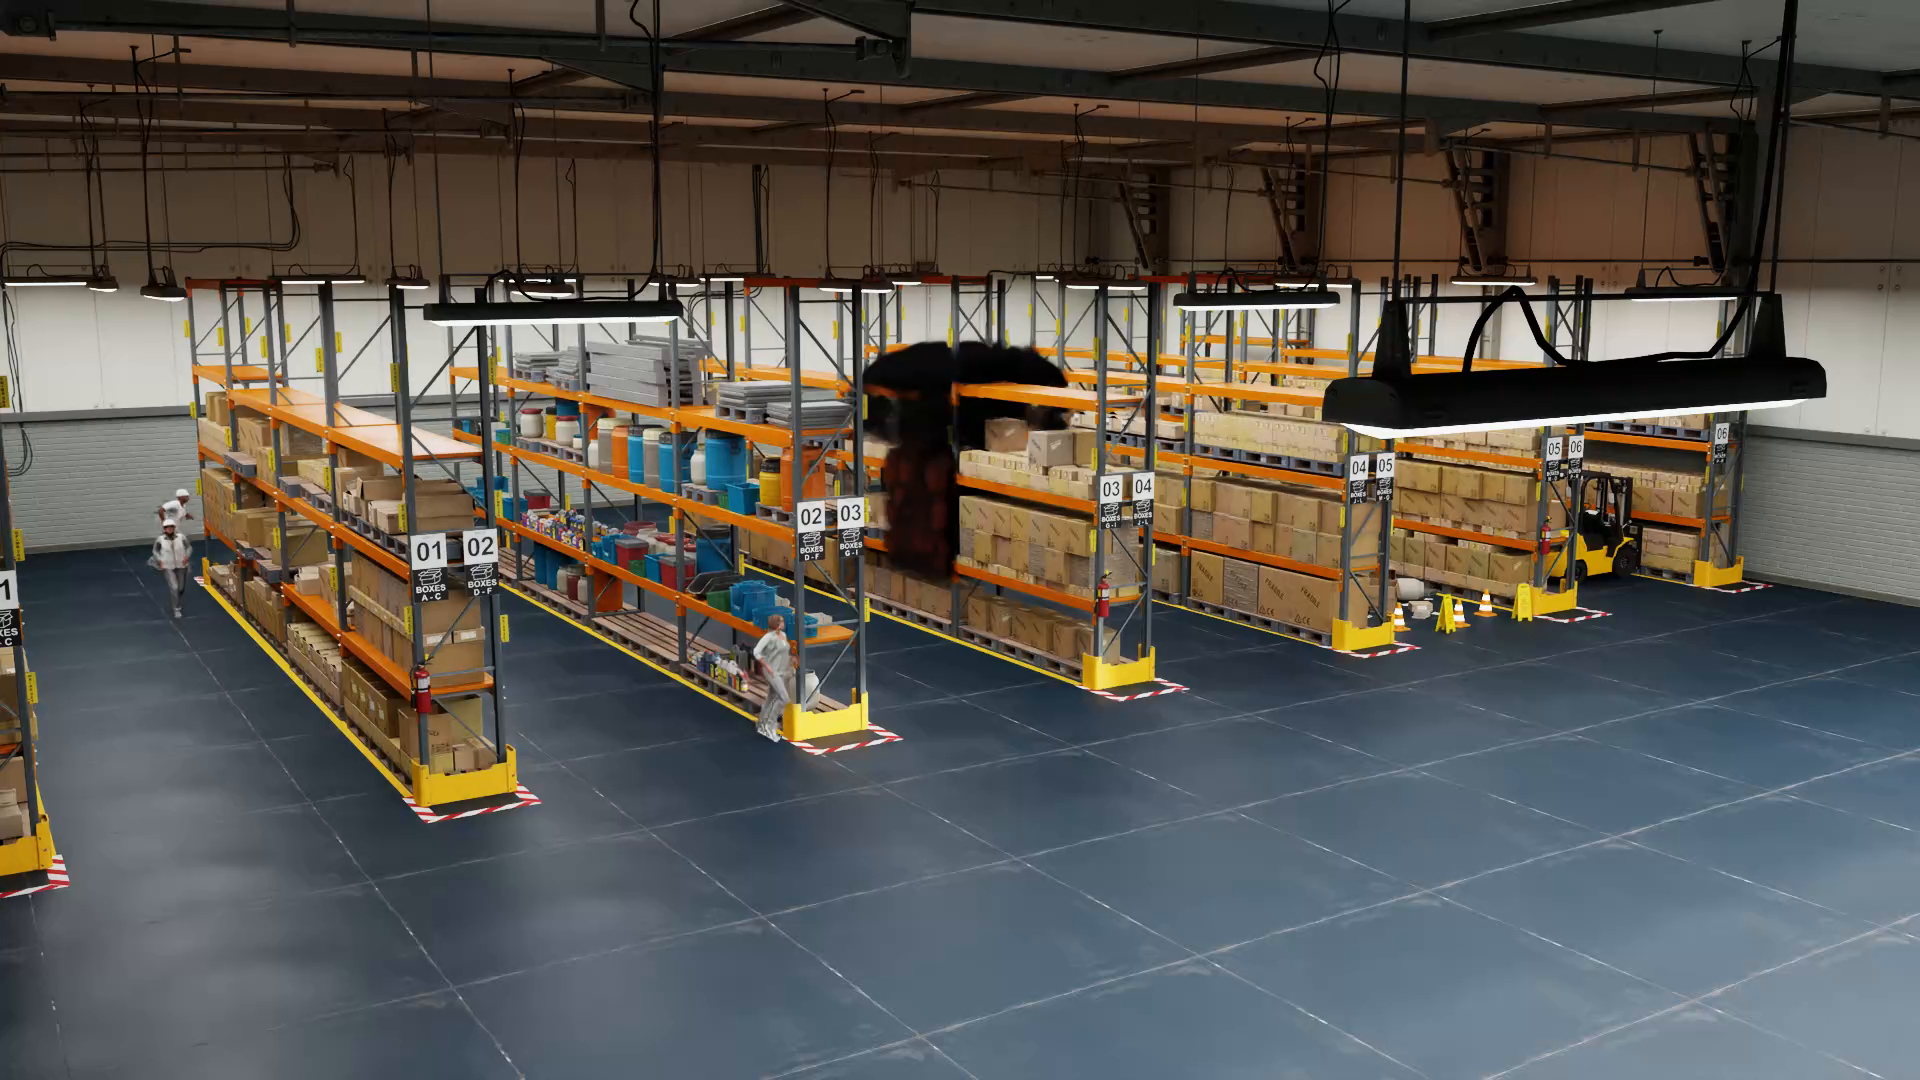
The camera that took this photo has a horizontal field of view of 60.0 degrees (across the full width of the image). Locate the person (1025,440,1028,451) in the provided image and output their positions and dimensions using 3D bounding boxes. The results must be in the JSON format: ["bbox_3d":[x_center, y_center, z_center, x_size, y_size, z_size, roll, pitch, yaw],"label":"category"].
[{"bbox_3d":[1.786,-1.968,44.428,0.863,1.771,0.657,-8,12,-38],"label":"person"}]

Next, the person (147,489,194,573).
[{"bbox_3d":[-16.148,-0.154,33.953,0.943,1.767,0.716,-2,10,-12],"label":"person"}]

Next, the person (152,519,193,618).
[{"bbox_3d":[-14.146,0.483,29.916,0.660,1.785,0.765,-6,11,-31],"label":"person"}]

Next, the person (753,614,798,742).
[{"bbox_3d":[-2.328,1.761,21.237,0.579,1.627,0.511,3,10,17],"label":"person"}]
